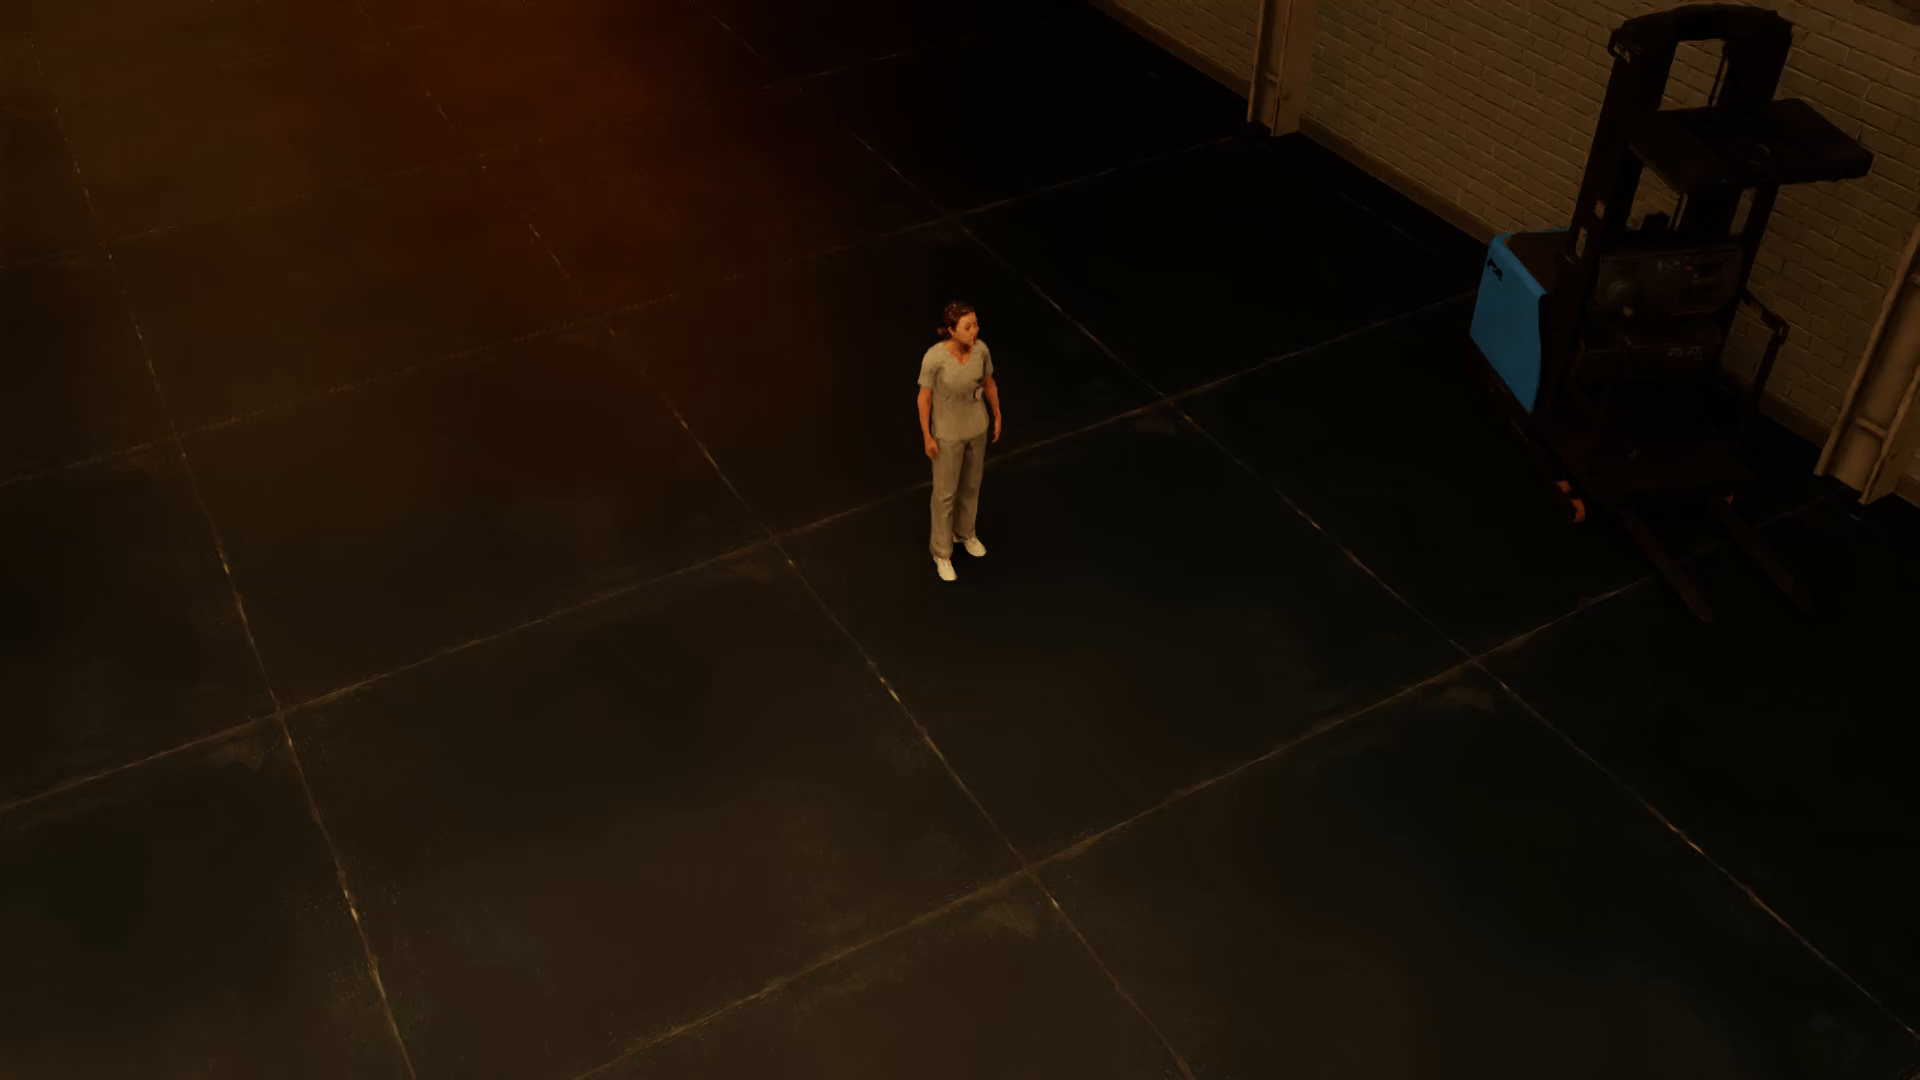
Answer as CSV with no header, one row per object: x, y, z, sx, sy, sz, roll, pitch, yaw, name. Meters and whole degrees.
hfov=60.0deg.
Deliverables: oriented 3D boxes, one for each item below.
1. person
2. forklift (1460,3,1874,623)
0.026,-0.605,9.738,0.550,1.674,0.548,-20,44,-23,person
4.293,-1.480,9.820,1.130,2.935,3.031,-7,40,-8,forklift
